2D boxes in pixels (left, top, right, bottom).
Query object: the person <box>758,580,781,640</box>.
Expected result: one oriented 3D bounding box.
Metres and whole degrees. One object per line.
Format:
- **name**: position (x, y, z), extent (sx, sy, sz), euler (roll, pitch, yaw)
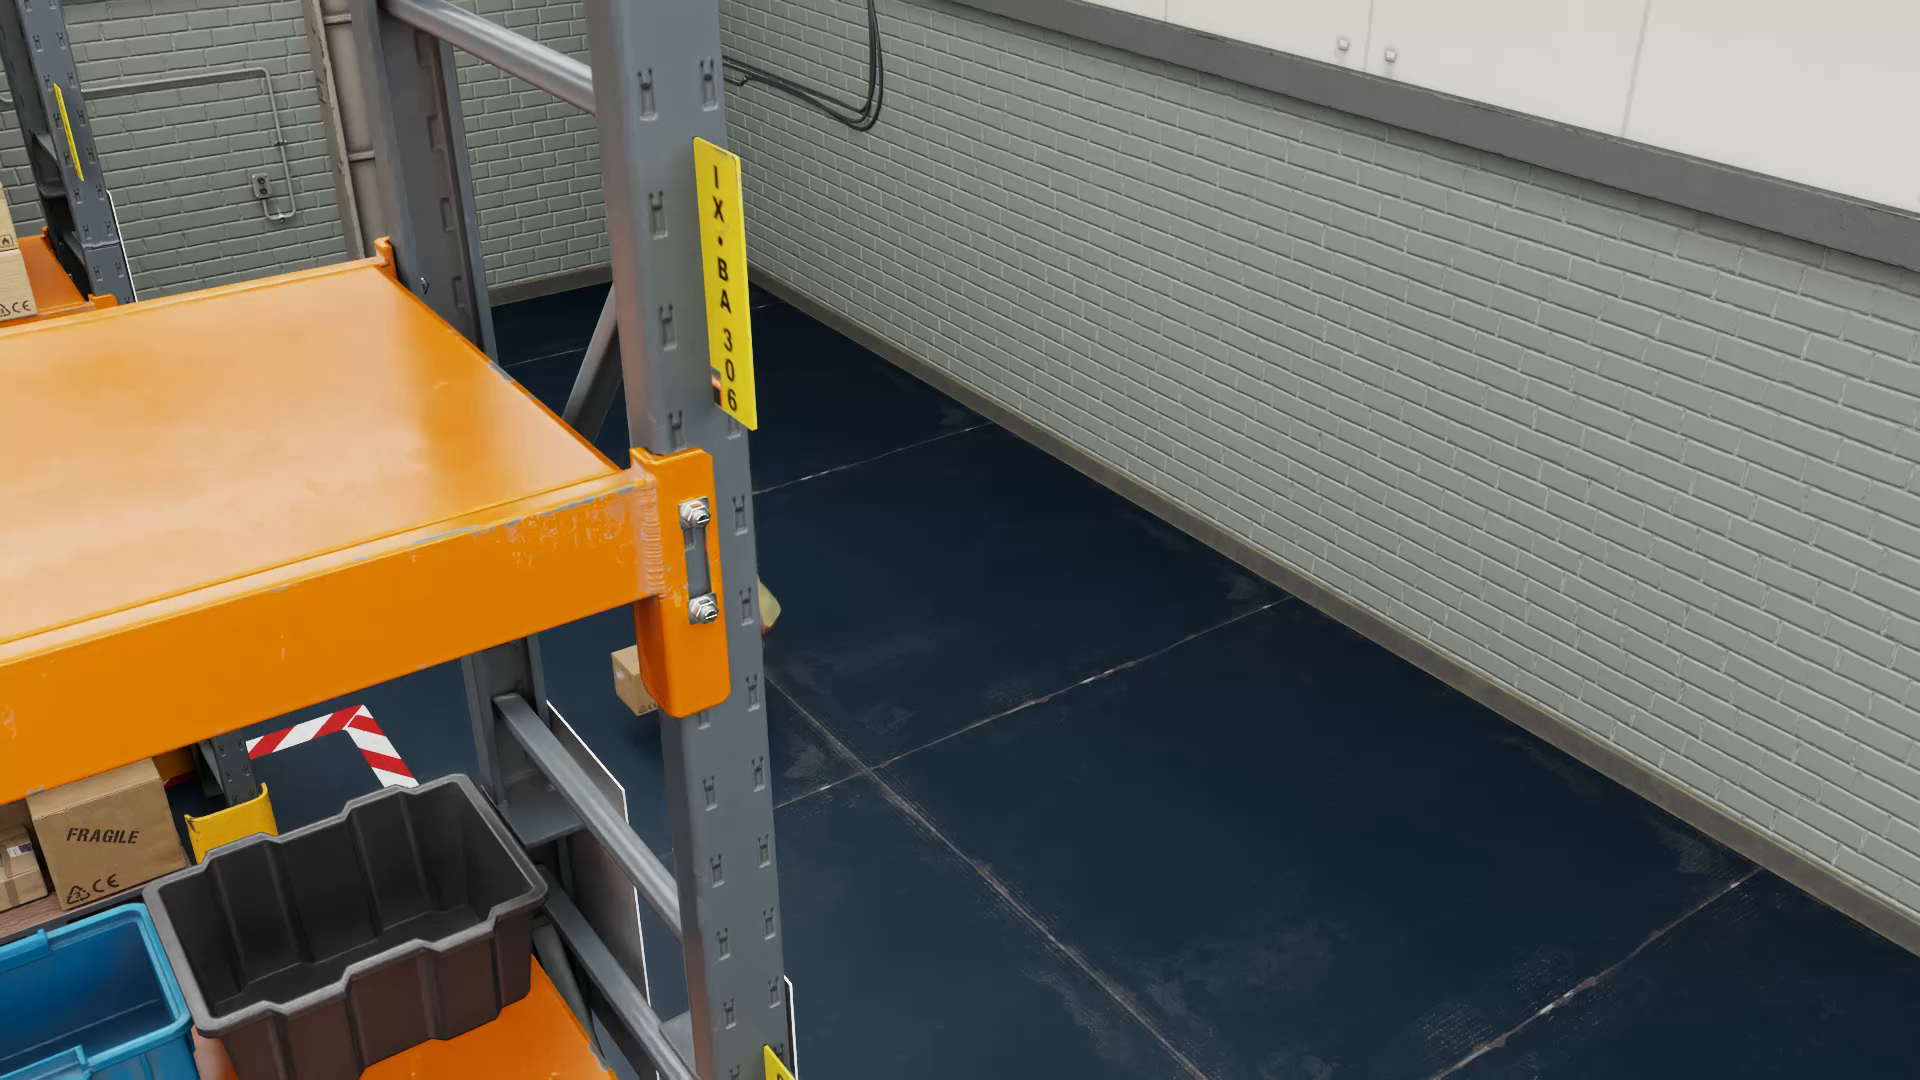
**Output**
- **person**: position (-1.287, 0.456, 8.554), extent (0.774, 0.991, 0.497), euler (-19, 34, -31)
